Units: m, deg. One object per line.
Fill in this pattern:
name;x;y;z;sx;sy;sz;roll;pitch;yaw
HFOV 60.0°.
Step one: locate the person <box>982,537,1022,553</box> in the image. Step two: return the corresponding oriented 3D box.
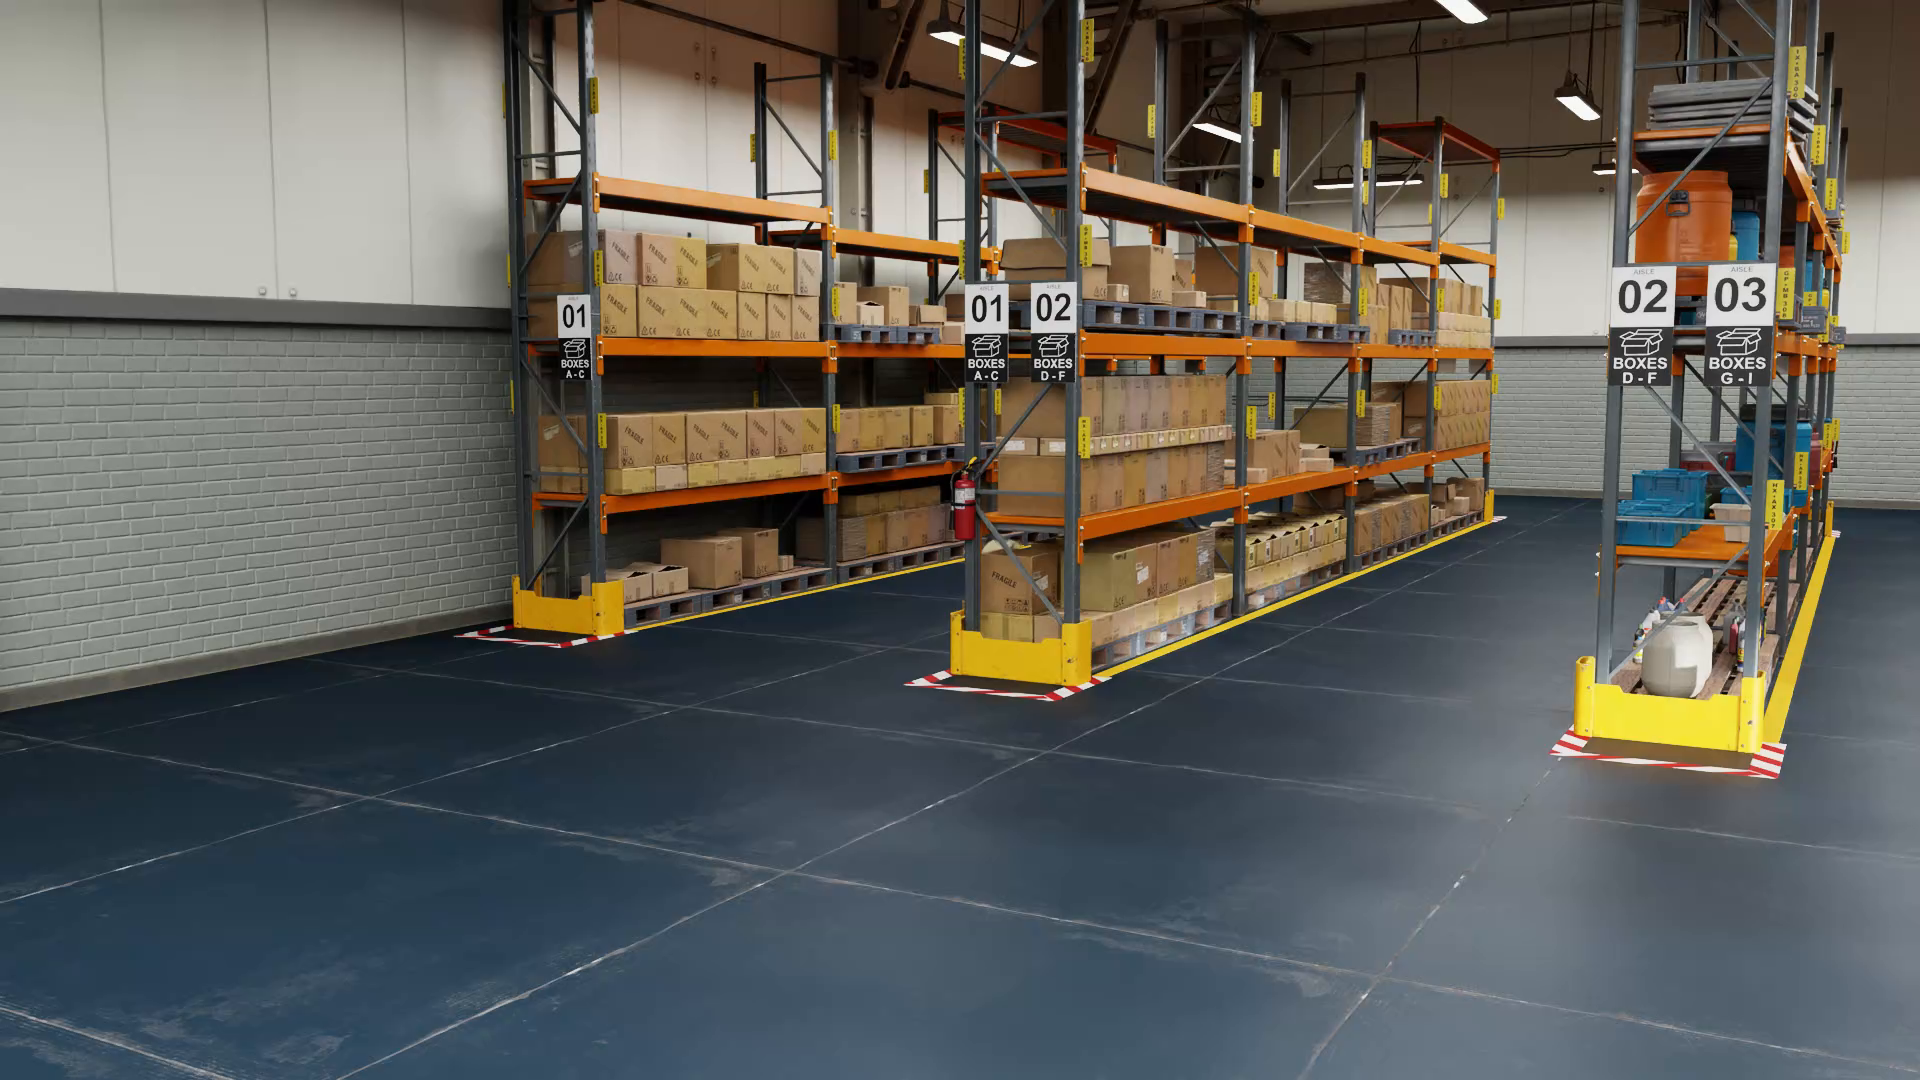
person;0.348;0.410;16.548;0.477;0.835;0.855;3;7;25
